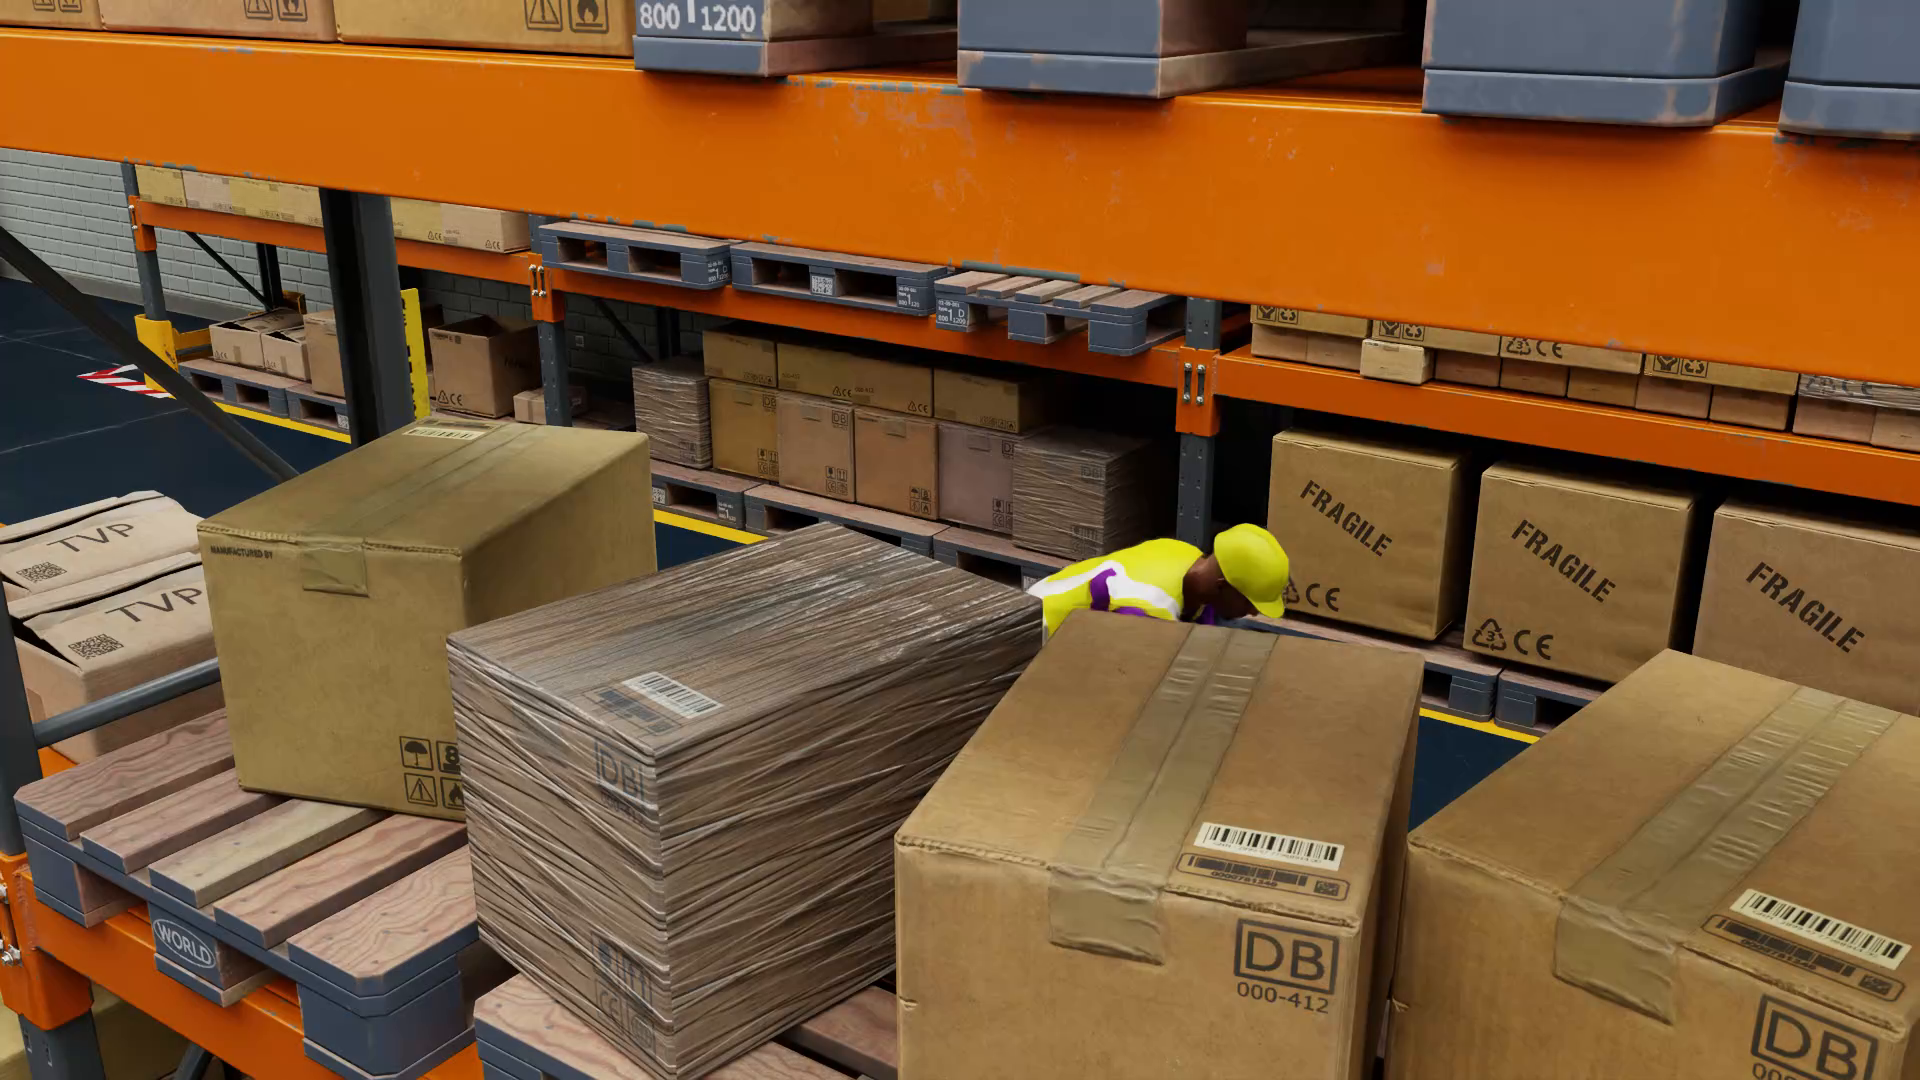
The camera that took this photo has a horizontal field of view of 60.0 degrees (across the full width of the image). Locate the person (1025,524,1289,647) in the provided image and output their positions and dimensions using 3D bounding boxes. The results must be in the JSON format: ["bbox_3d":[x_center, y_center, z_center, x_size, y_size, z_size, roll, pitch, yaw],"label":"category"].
[{"bbox_3d":[0.539,0.547,5.082,0.898,1.376,0.490,12,23,30],"label":"person"}]
